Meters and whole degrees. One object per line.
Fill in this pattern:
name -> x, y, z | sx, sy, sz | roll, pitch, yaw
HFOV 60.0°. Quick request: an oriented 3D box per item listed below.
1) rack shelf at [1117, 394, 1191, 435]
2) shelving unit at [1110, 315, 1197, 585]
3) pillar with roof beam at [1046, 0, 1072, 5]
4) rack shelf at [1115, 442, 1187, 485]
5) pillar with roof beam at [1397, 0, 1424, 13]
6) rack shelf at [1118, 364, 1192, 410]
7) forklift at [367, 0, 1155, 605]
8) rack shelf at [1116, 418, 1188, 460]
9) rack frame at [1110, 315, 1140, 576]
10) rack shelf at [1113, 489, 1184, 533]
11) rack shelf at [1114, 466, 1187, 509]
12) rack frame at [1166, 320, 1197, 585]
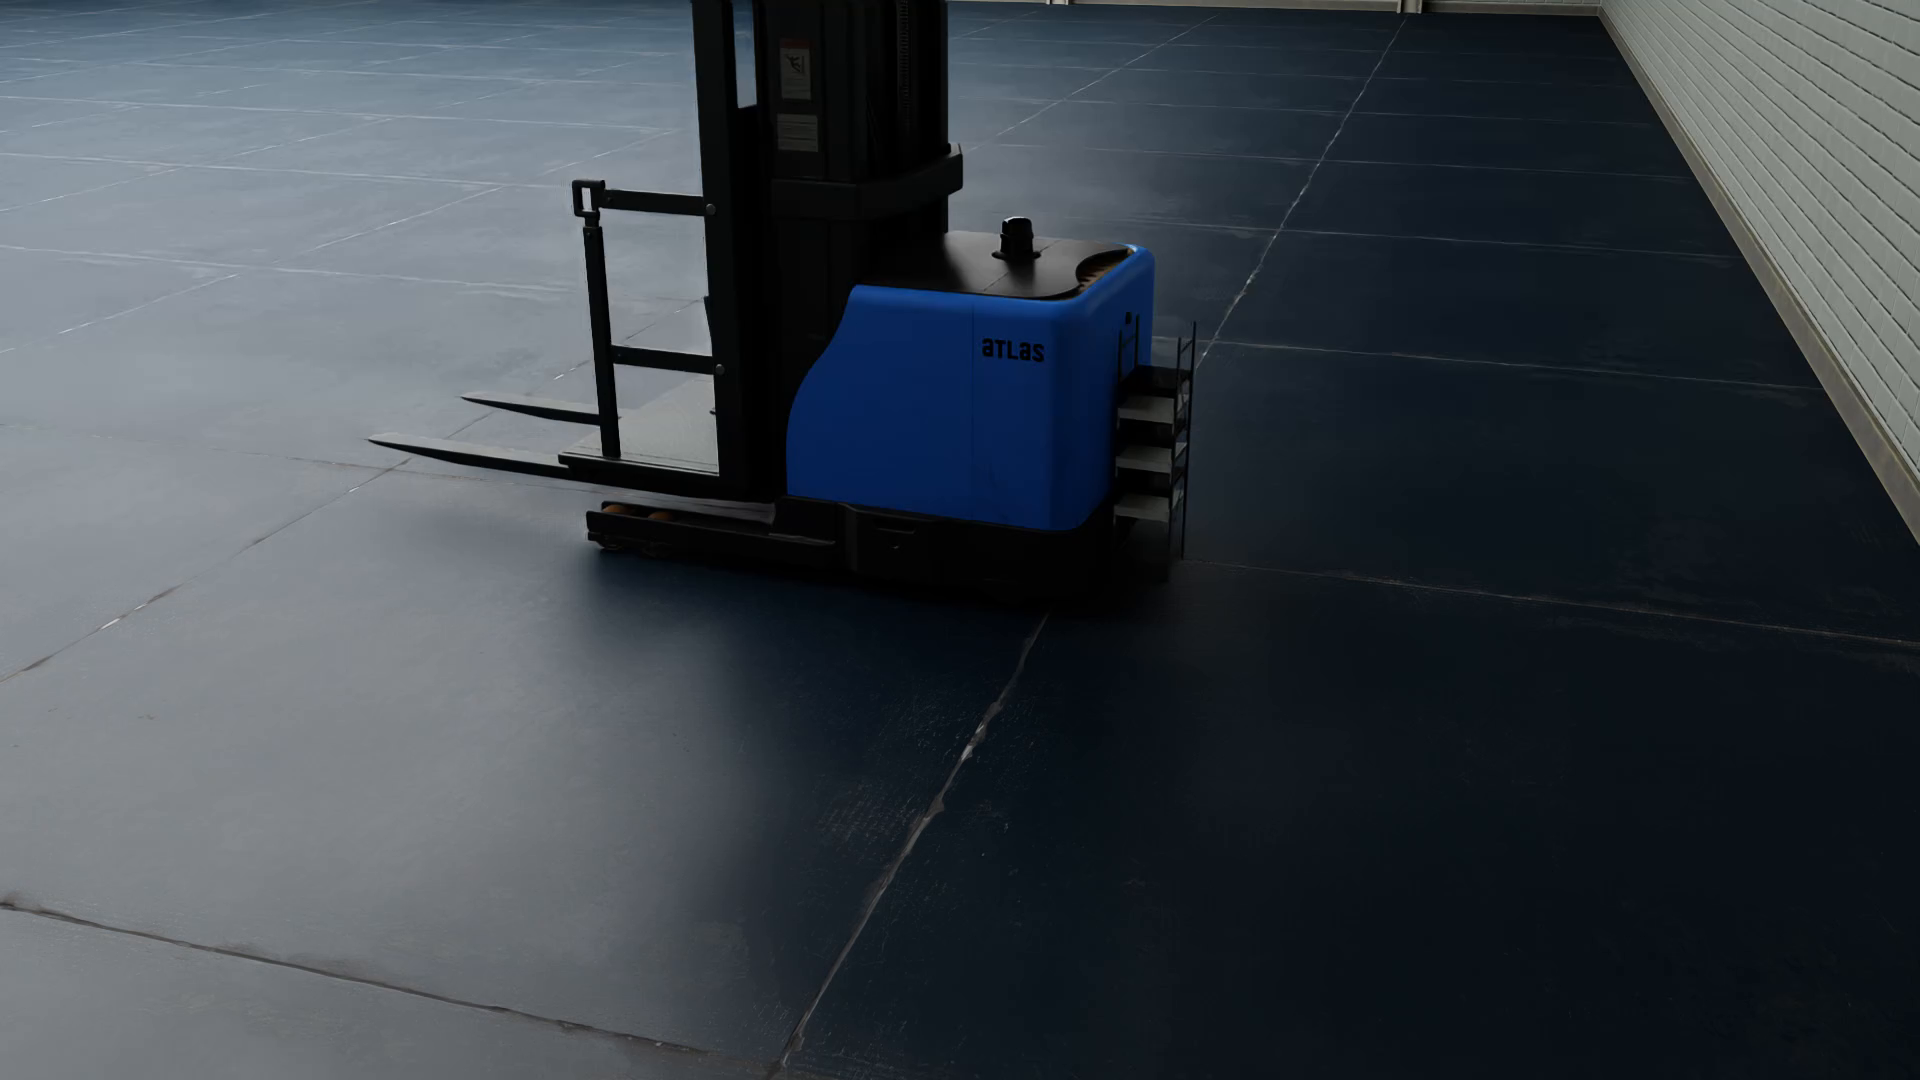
rack shelf -> 0.678, -0.451, 5.797 | 0.200, 0.077, 0.258 | 8, 24, 19
shelving unit -> 0.678, -0.315, 5.852 | 0.210, 0.900, 0.258 | 8, 24, 19
pillar with roof beam -> 0.511, -12.059, 23.811 | 0.400, 9.000, 9.100 | 7, 23, 16
rack shelf -> 0.678, -0.284, 5.865 | 0.200, 0.077, 0.258 | 8, 24, 19
pillar with roof beam -> 6.255, -11.401, 22.208 | 0.400, 9.000, 9.100 | 7, 23, 16
rack shelf -> 0.678, -0.534, 5.763 | 0.200, 0.077, 0.258 | 8, 24, 19
forklift -> -0.847, -1.468, 5.988 | 3.031, 2.935, 1.130 | 8, 24, 19
rack shelf -> 0.678, -0.368, 5.831 | 0.200, 0.077, 0.258 | 8, 24, 19
rack frame -> 0.583, -0.329, 5.886 | 0.006, 0.900, 0.240 | 8, 24, 19
rack shelf -> 0.678, -0.118, 5.933 | 0.200, 0.077, 0.258 | 8, 24, 19
rack shelf -> 0.678, -0.201, 5.899 | 0.200, 0.077, 0.258 | 8, 24, 19
rack frame -> 0.773, -0.301, 5.819 | 0.006, 0.900, 0.240 | 8, 24, 19
